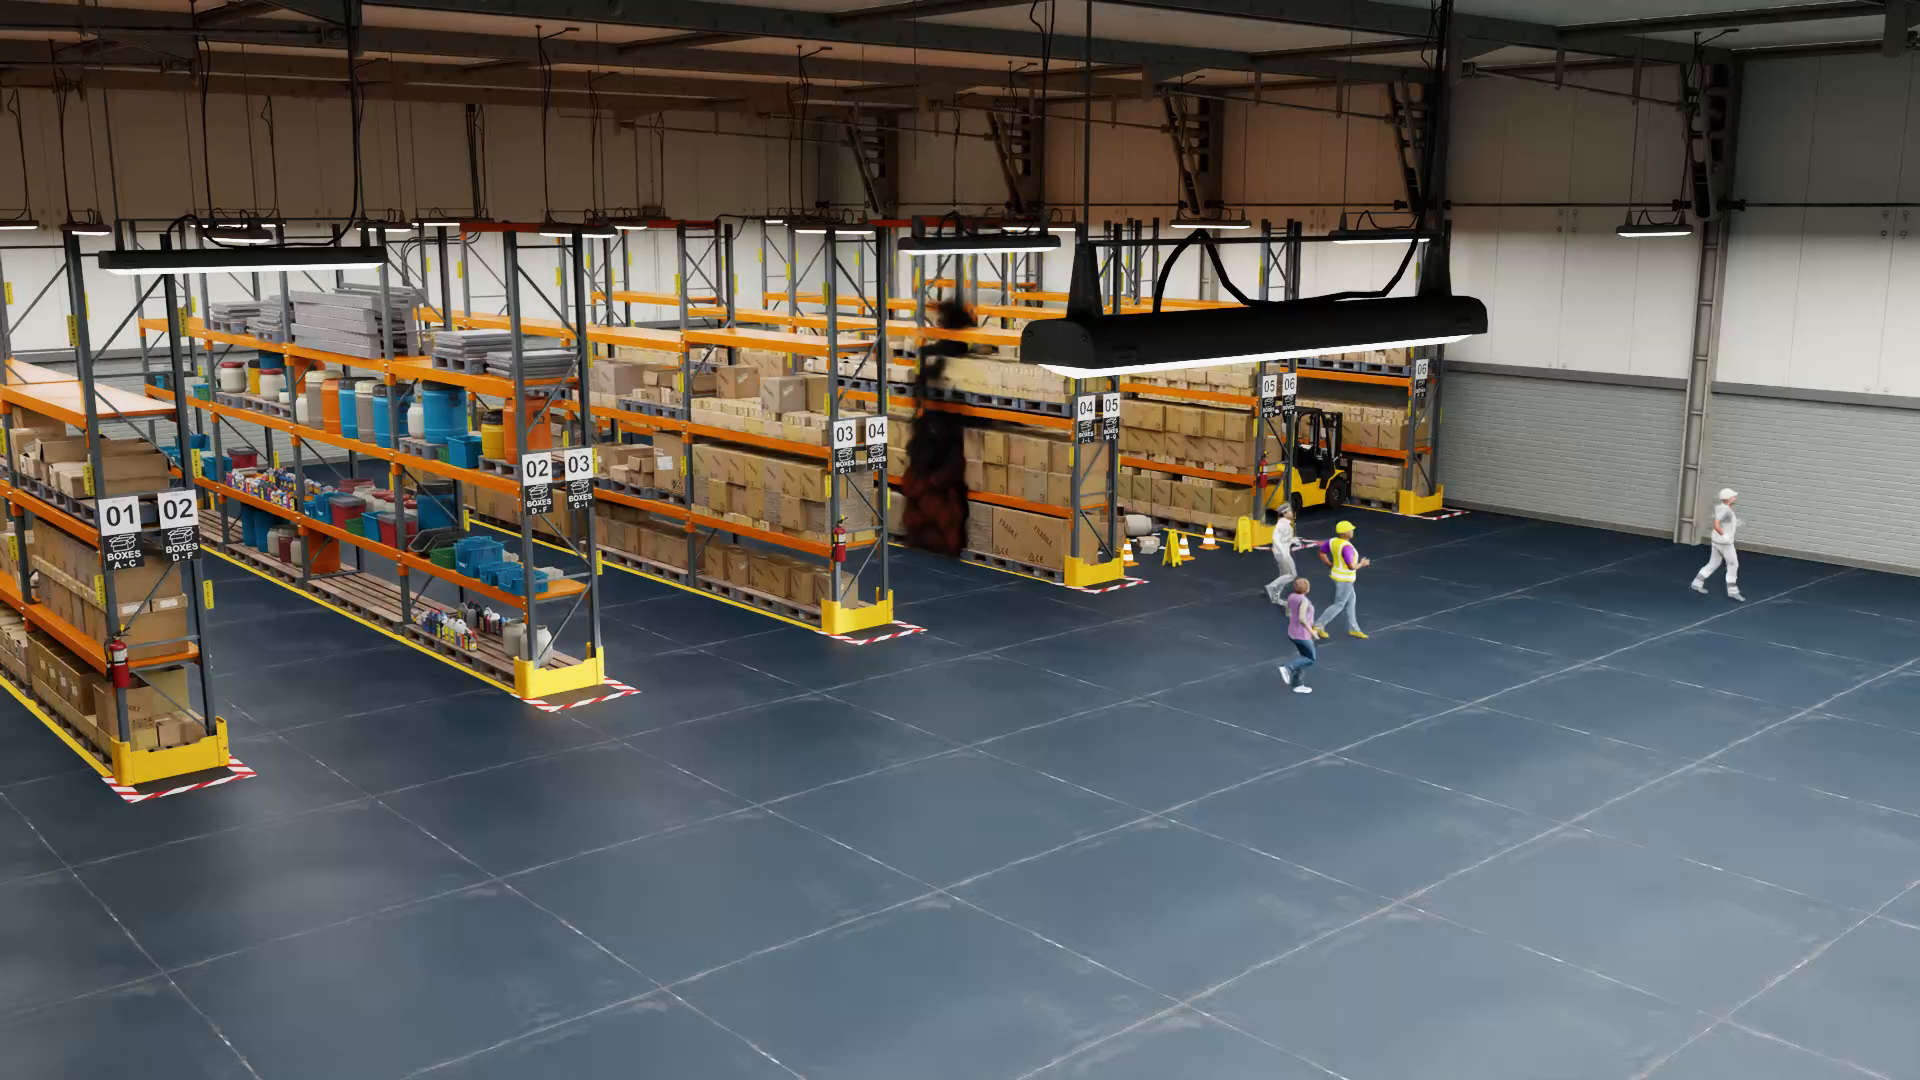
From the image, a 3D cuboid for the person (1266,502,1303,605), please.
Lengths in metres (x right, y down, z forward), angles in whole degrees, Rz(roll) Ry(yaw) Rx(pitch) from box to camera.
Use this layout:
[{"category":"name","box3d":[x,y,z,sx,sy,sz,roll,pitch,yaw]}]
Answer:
[{"category":"person","box3d":[5.204,0.210,26.656,0.564,1.668,0.603,2,12,9]}]

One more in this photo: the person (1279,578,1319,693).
[{"category":"person","box3d":[4.410,1.256,21.765,0.546,1.558,0.542,-3,12,-16]}]

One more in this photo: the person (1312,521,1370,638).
[{"category":"person","box3d":[5.597,0.602,24.301,0.918,1.786,0.692,-1,11,-6]}]

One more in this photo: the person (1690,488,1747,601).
[{"category":"person","box3d":[12.352,0.065,26.943,0.831,1.822,0.653,2,12,8]}]
